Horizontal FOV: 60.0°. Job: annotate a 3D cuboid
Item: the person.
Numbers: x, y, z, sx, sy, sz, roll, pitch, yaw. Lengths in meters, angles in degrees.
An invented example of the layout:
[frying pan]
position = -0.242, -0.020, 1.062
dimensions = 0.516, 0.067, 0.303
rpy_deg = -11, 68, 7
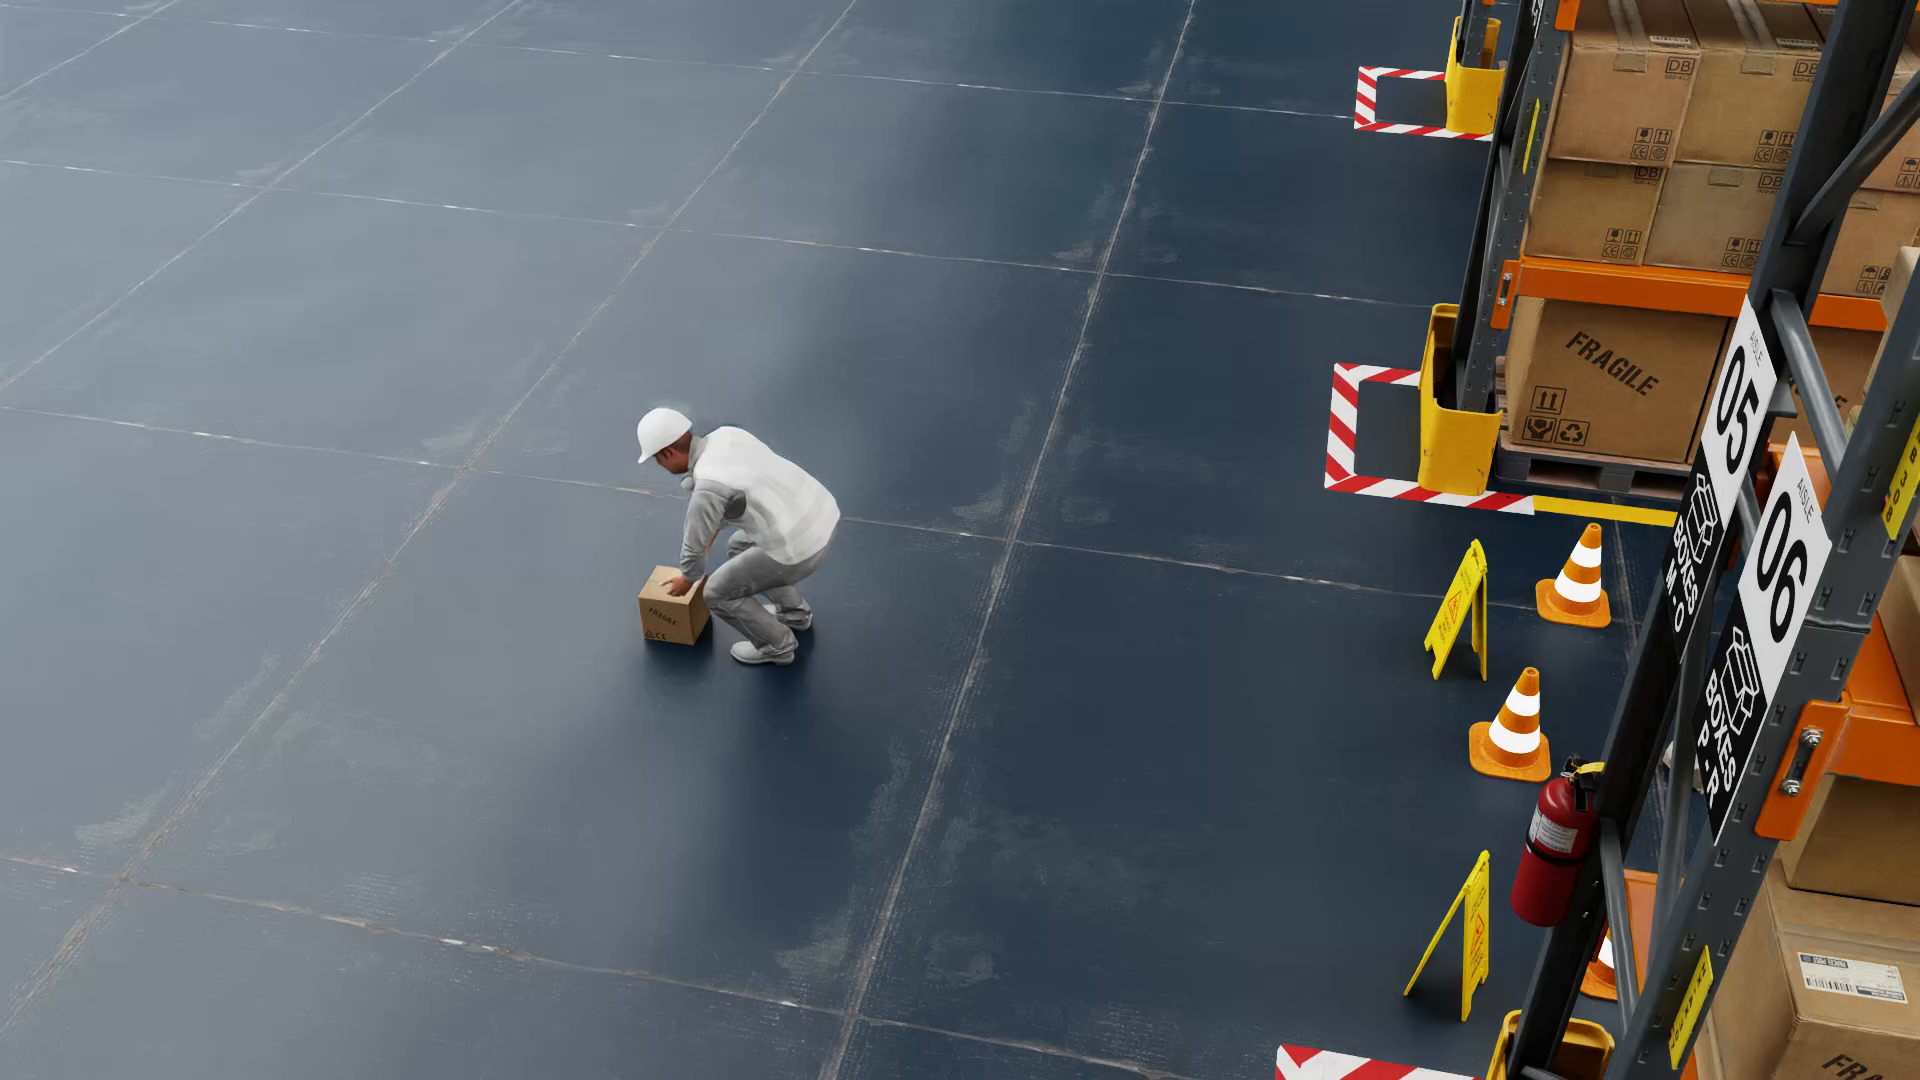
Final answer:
[person]
position = -0.973, -0.019, 7.422
dimensions = 0.842, 1.240, 0.578
rpy_deg = 7, 37, 10
